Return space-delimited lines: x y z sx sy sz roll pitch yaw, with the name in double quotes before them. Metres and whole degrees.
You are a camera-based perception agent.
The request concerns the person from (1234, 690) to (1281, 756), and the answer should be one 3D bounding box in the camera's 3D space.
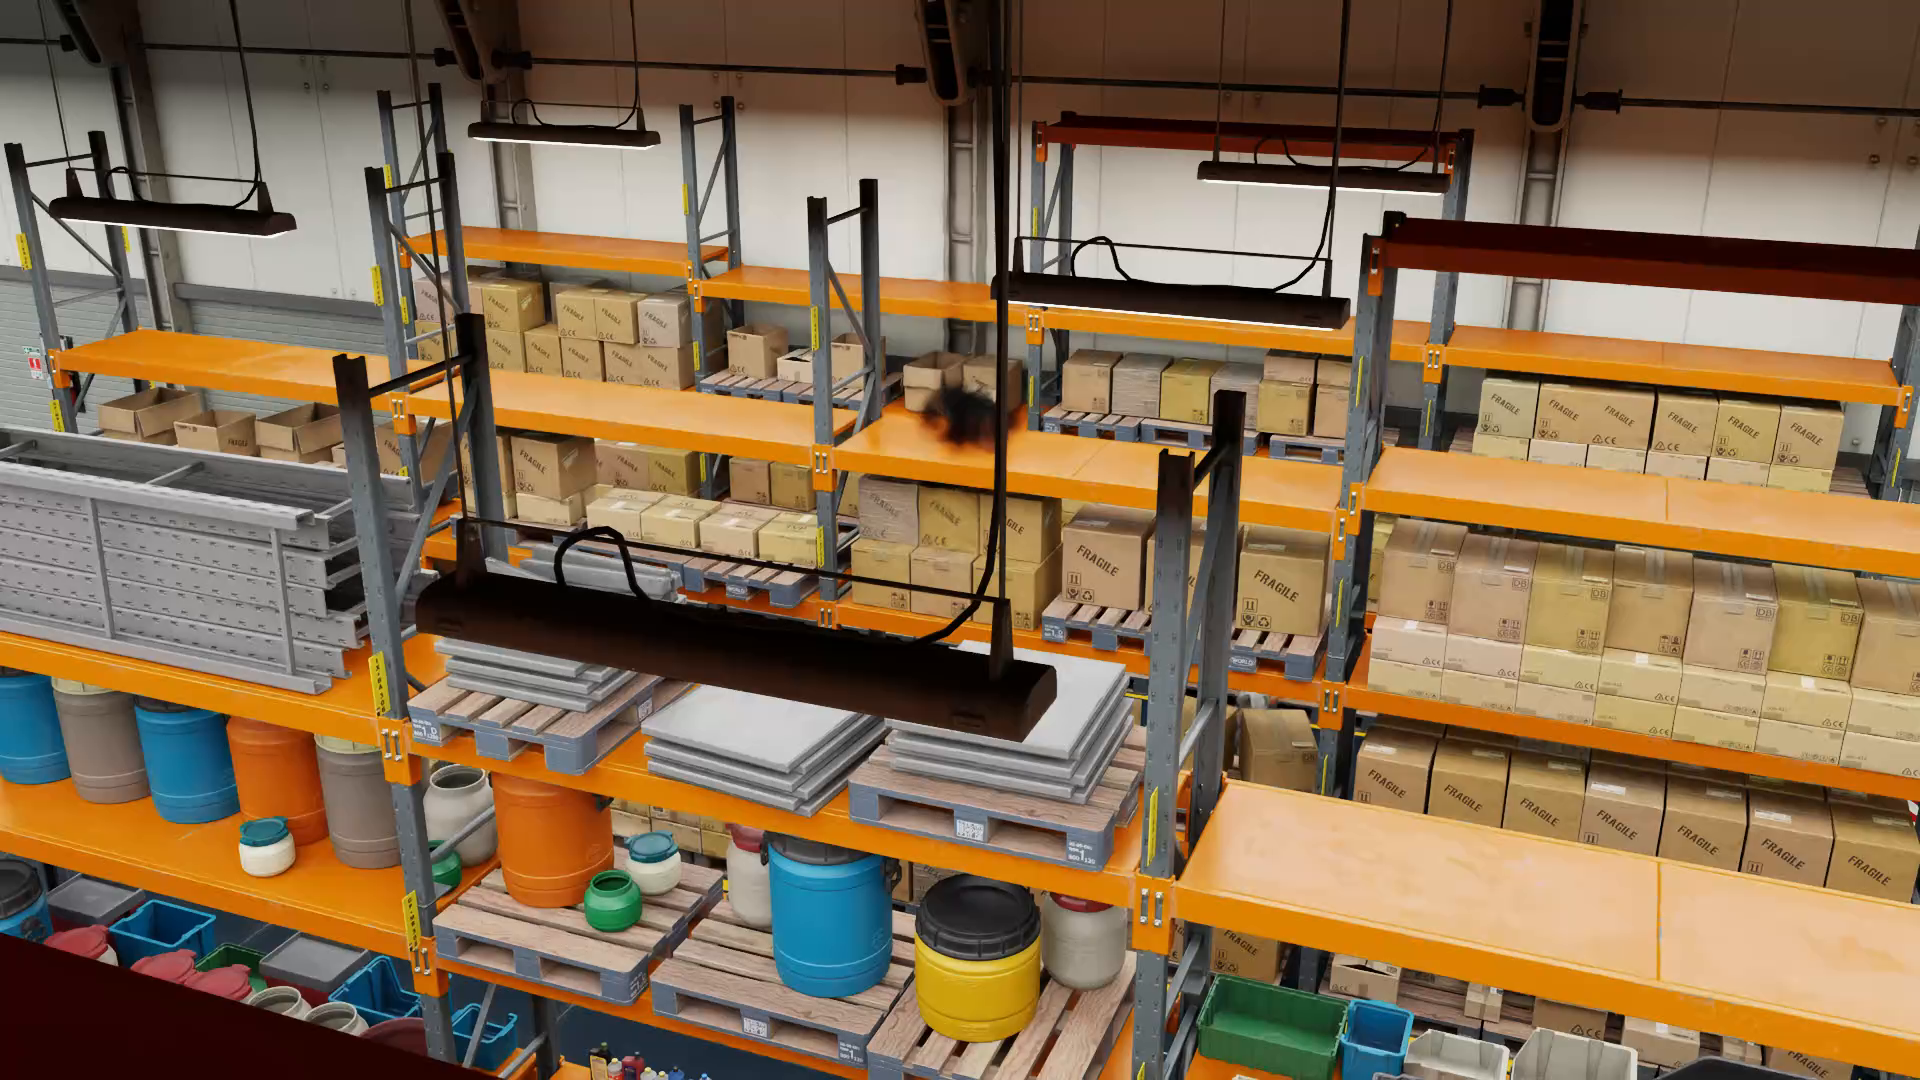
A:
"person" 2.616 1.739 14.771 0.801 1.646 0.567 6 22 16
